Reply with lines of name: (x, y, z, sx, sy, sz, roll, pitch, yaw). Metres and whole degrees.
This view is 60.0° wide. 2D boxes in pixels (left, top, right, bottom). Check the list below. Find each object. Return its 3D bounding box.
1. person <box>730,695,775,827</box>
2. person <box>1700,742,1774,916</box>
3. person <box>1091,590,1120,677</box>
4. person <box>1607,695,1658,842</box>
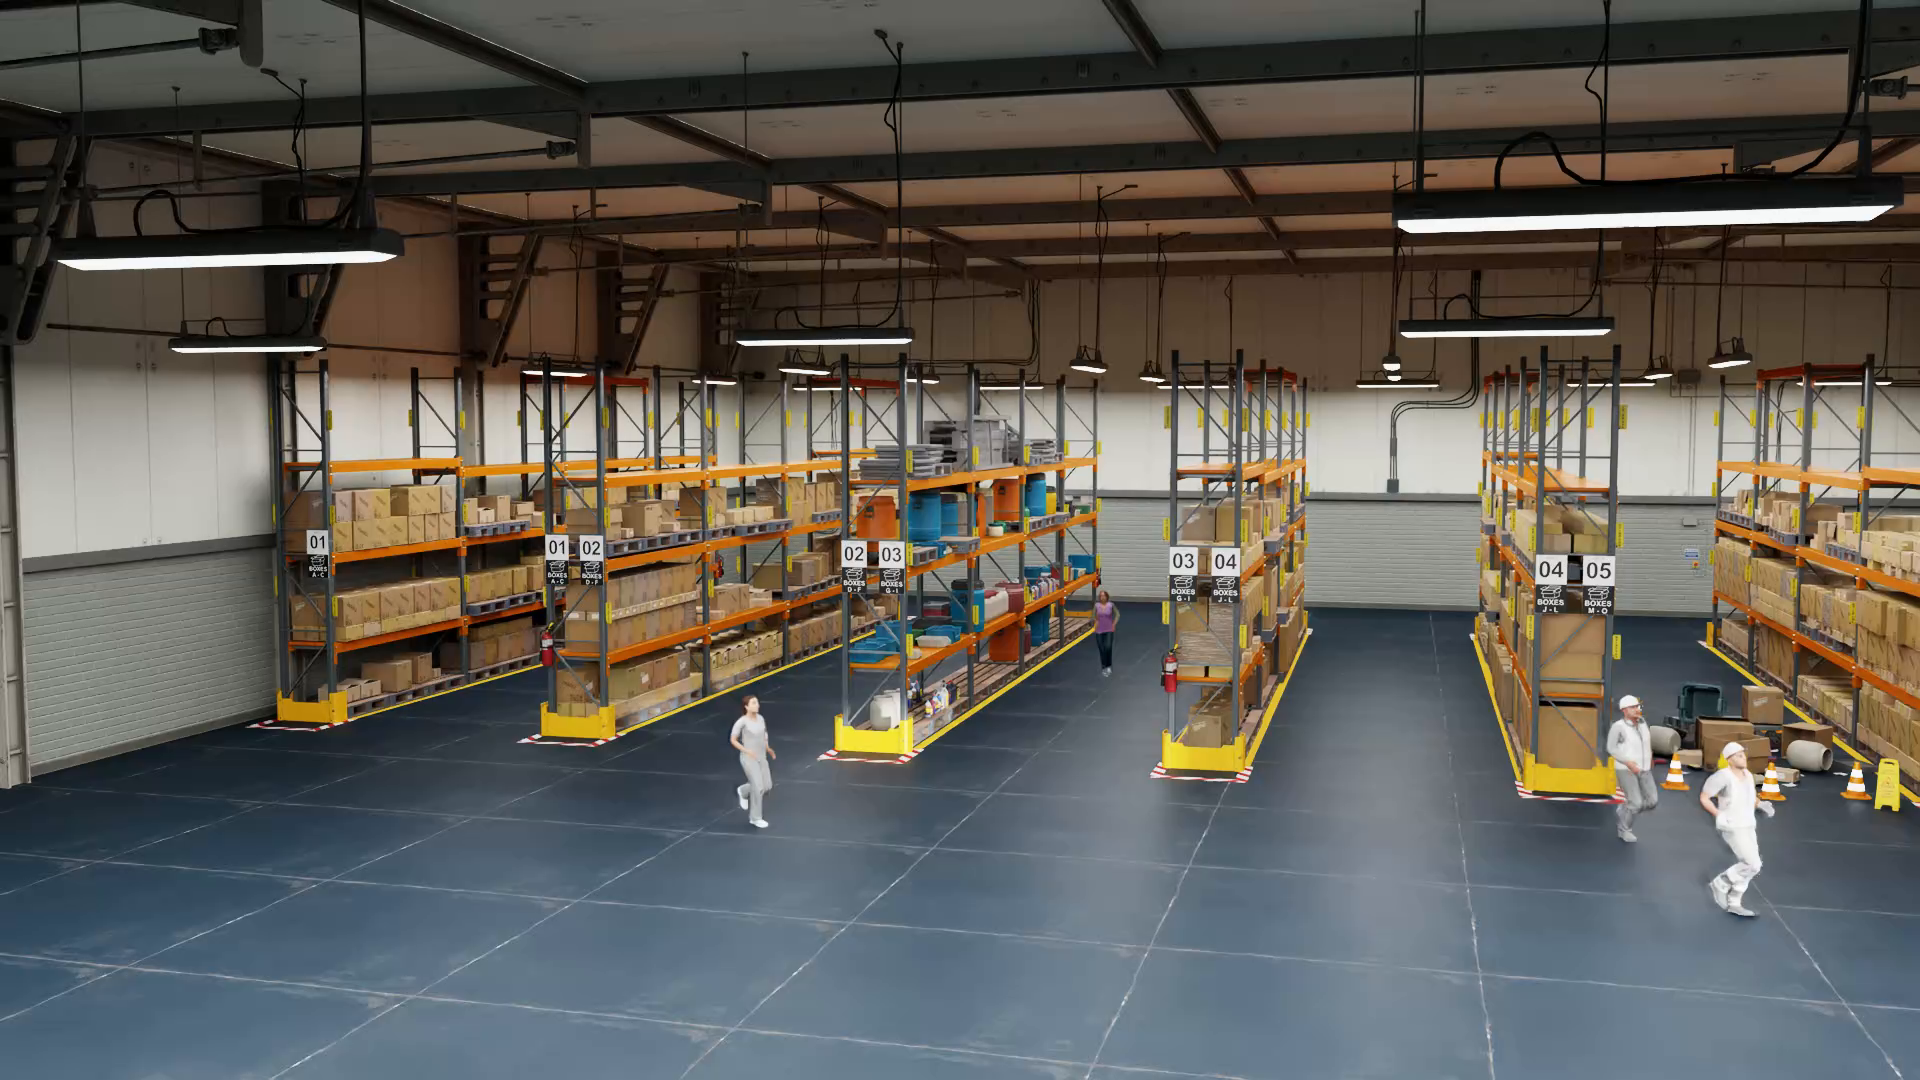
person: (-2.607, 2.717, 20.610, 0.589, 1.632, 0.565, 4, 5, 41)
person: (7.922, 2.929, 16.853, 0.654, 1.746, 0.546, -2, 5, -31)
person: (2.665, 1.727, 30.633, 0.509, 1.617, 0.624, 1, 4, 11)
person: (8.028, 2.720, 19.795, 0.666, 1.735, 0.487, -2, 4, -22)
